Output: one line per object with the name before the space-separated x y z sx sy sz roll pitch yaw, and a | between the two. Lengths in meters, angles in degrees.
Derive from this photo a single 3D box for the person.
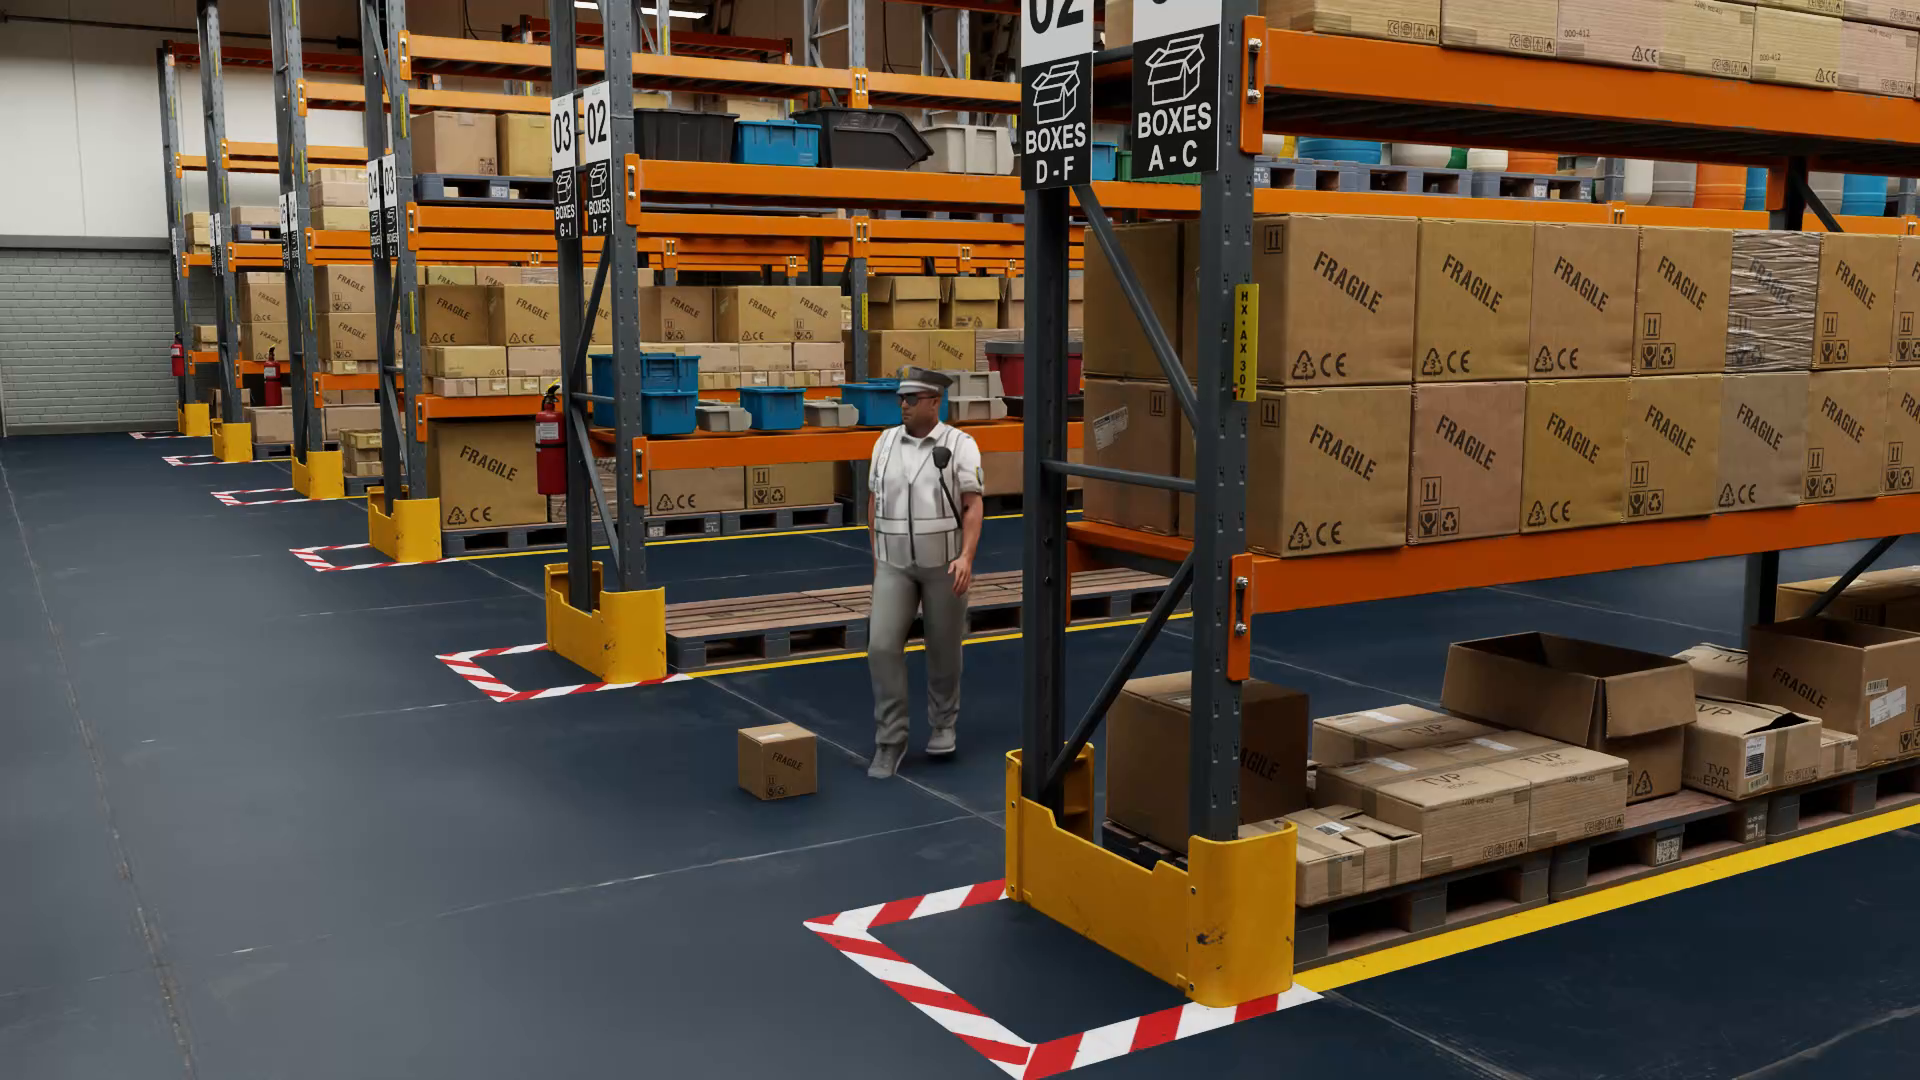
person | -0.174 0.156 7.350 0.555 1.850 0.616 1 8 10
